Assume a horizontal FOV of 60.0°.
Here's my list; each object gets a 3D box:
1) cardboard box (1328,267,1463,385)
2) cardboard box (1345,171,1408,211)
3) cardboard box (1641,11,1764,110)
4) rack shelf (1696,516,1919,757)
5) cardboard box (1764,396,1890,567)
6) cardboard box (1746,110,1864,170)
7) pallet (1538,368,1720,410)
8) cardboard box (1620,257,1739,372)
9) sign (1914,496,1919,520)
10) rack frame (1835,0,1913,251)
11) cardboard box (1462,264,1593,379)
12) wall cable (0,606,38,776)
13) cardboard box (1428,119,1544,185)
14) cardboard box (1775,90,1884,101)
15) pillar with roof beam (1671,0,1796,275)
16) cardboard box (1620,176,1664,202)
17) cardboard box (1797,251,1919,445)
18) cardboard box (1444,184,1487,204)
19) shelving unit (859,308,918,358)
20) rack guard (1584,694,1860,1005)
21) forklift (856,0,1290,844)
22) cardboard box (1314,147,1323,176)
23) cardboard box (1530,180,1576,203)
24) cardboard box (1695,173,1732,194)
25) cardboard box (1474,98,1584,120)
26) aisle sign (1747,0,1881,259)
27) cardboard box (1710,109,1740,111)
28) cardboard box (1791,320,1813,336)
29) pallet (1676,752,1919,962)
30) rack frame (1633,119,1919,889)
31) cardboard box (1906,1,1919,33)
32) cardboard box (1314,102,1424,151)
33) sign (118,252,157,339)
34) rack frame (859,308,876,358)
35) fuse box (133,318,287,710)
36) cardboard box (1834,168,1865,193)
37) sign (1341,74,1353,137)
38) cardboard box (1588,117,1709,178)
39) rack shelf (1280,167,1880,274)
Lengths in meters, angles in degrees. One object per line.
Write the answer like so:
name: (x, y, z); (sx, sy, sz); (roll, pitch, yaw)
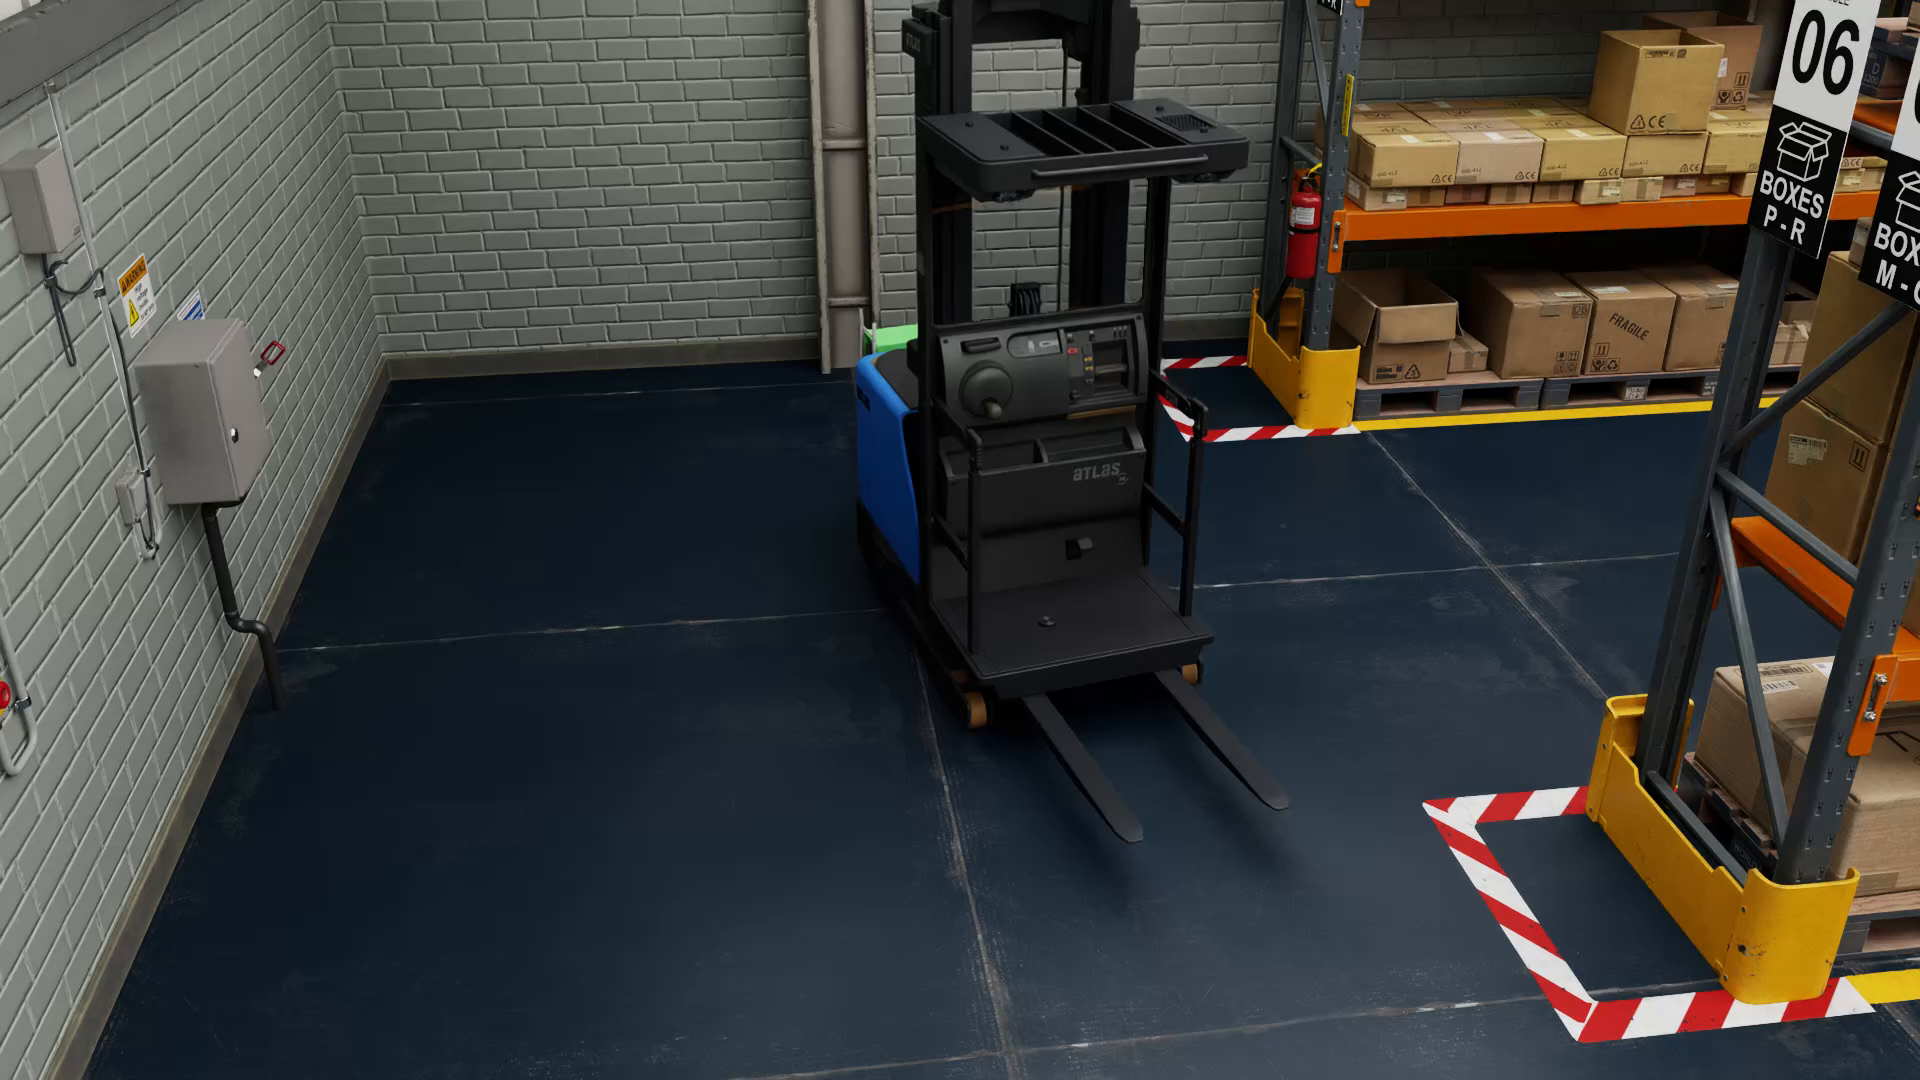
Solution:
cardboard box: (2.686, -1.340, 10.350); (0.637, 0.503, 0.797); (-5, 28, -9)
cardboard box: (2.431, -2.053, 9.740); (0.250, 0.149, 0.380); (-4, 27, -8)
cardboard box: (4.516, -2.947, 10.225); (0.500, 0.500, 0.500); (-4, 27, -9)
rack shelf: (4.743, 0.169, 5.923); (4.000, 0.370, 1.077); (-4, 27, -7)
cardboard box: (3.203, -0.219, 5.781); (0.500, 0.500, 0.500); (-4, 27, -7)
cardboard box: (5.063, -2.406, 9.993); (0.500, 0.250, 0.500); (-4, 27, -7)
pallet: (4.137, -1.159, 10.778); (1.213, 0.211, 1.003); (-4, 27, -7)
cardboard box: (4.566, -1.441, 10.551); (0.500, 0.500, 0.700); (-5, 28, -9)
sign: (2.833, -0.193, 4.806); (0.005, 0.325, 0.100); (-4, 27, -7)
rack frame: (6.028, -2.522, 10.380); (0.127, 3.000, 1.000); (-4, 27, -7)
cardboard box: (3.538, -1.375, 10.423); (0.500, 0.500, 0.700); (-3, 27, -5)
wall cable: (-2.818, -0.121, 4.552); (0.123, 1.953, 0.585); (-4, 27, -7)
cardboard box: (3.053, -2.273, 9.732); (0.500, 0.250, 0.500); (-3, 27, -7)
cardboard box: (5.500, -2.678, 10.522); (0.500, 0.250, 0.500); (-4, 27, -8)
pillar with roof beam: (5.812, -3.608, 5.925); (0.400, 9.000, 9.100); (-4, 27, -7)
cardboard box: (3.971, -2.138, 9.907); (0.250, 0.149, 0.380); (-3, 27, -6)
cardboard box: (3.206, -0.652, 5.530); (0.500, 0.500, 0.500); (-3, 27, -5)
cardboard box: (2.931, -2.122, 9.876); (0.250, 0.149, 0.380); (-4, 27, -8)
shelving unit: (-0.233, -0.623, 8.650); (0.503, 1.200, 0.258); (-9, 29, -17)
rack guard: (2.738, 1.090, 6.079); (0.348, 0.500, 1.175); (-4, 27, -7)
forklift: (0.436, -0.698, 6.900); (1.130, 2.935, 3.031); (-9, 29, -17)
cardboard box: (2.358, -2.298, 10.219); (0.250, 0.149, 0.380); (-4, 27, -8)
cardboard box: (3.452, -2.130, 9.891); (0.250, 0.149, 0.380); (-3, 27, -6)
cardboard box: (4.455, -2.223, 10.072); (0.250, 0.149, 0.380); (-3, 27, -6)
cardboard box: (3.487, -2.544, 10.261); (0.500, 0.250, 0.500); (-3, 27, -5)
aisle sign: (2.648, -1.316, 5.182); (0.004, 0.787, 0.394); (-4, 27, -7)
cardboard box: (4.493, -2.611, 10.392); (0.500, 0.250, 0.500); (-3, 27, -6)
cardboard box: (5.517, -1.272, 10.607); (0.250, 0.149, 0.380); (-4, 28, -9)
pallet: (3.543, 1.130, 6.316); (1.213, 0.211, 1.003); (-4, 27, -7)
rack frame: (2.762, -0.024, 5.511); (0.127, 3.000, 1.000); (-4, 27, -7)
cardboard box: (3.195, -1.593, 4.877); (0.500, 0.250, 0.500); (-6, 28, -12)
cardboard box: (2.485, -2.483, 10.141); (0.500, 0.250, 0.500); (-3, 27, -6)
sign: (-3.164, -0.943, 6.397); (0.001, 0.242, 0.339); (-4, 27, -7)
rack frame: (-0.463, -0.586, 8.577); (0.015, 1.200, 0.240); (-9, 29, -17)
fuse box: (-2.967, -0.041, 6.955); (0.414, 1.711, 0.539); (-4, 27, -7)
cardboard box: (5.238, -2.222, 10.070); (0.250, 0.149, 0.380); (-3, 27, -6)
sign: (2.143, -2.408, 9.208); (0.005, 0.325, 0.100); (-4, 27, -7)
cardboard box: (4.058, -2.348, 9.880); (0.500, 0.250, 0.500); (-4, 27, -8)
rack shelf: (4.047, -2.075, 10.296); (4.000, 0.370, 1.077); (-4, 27, -7)
